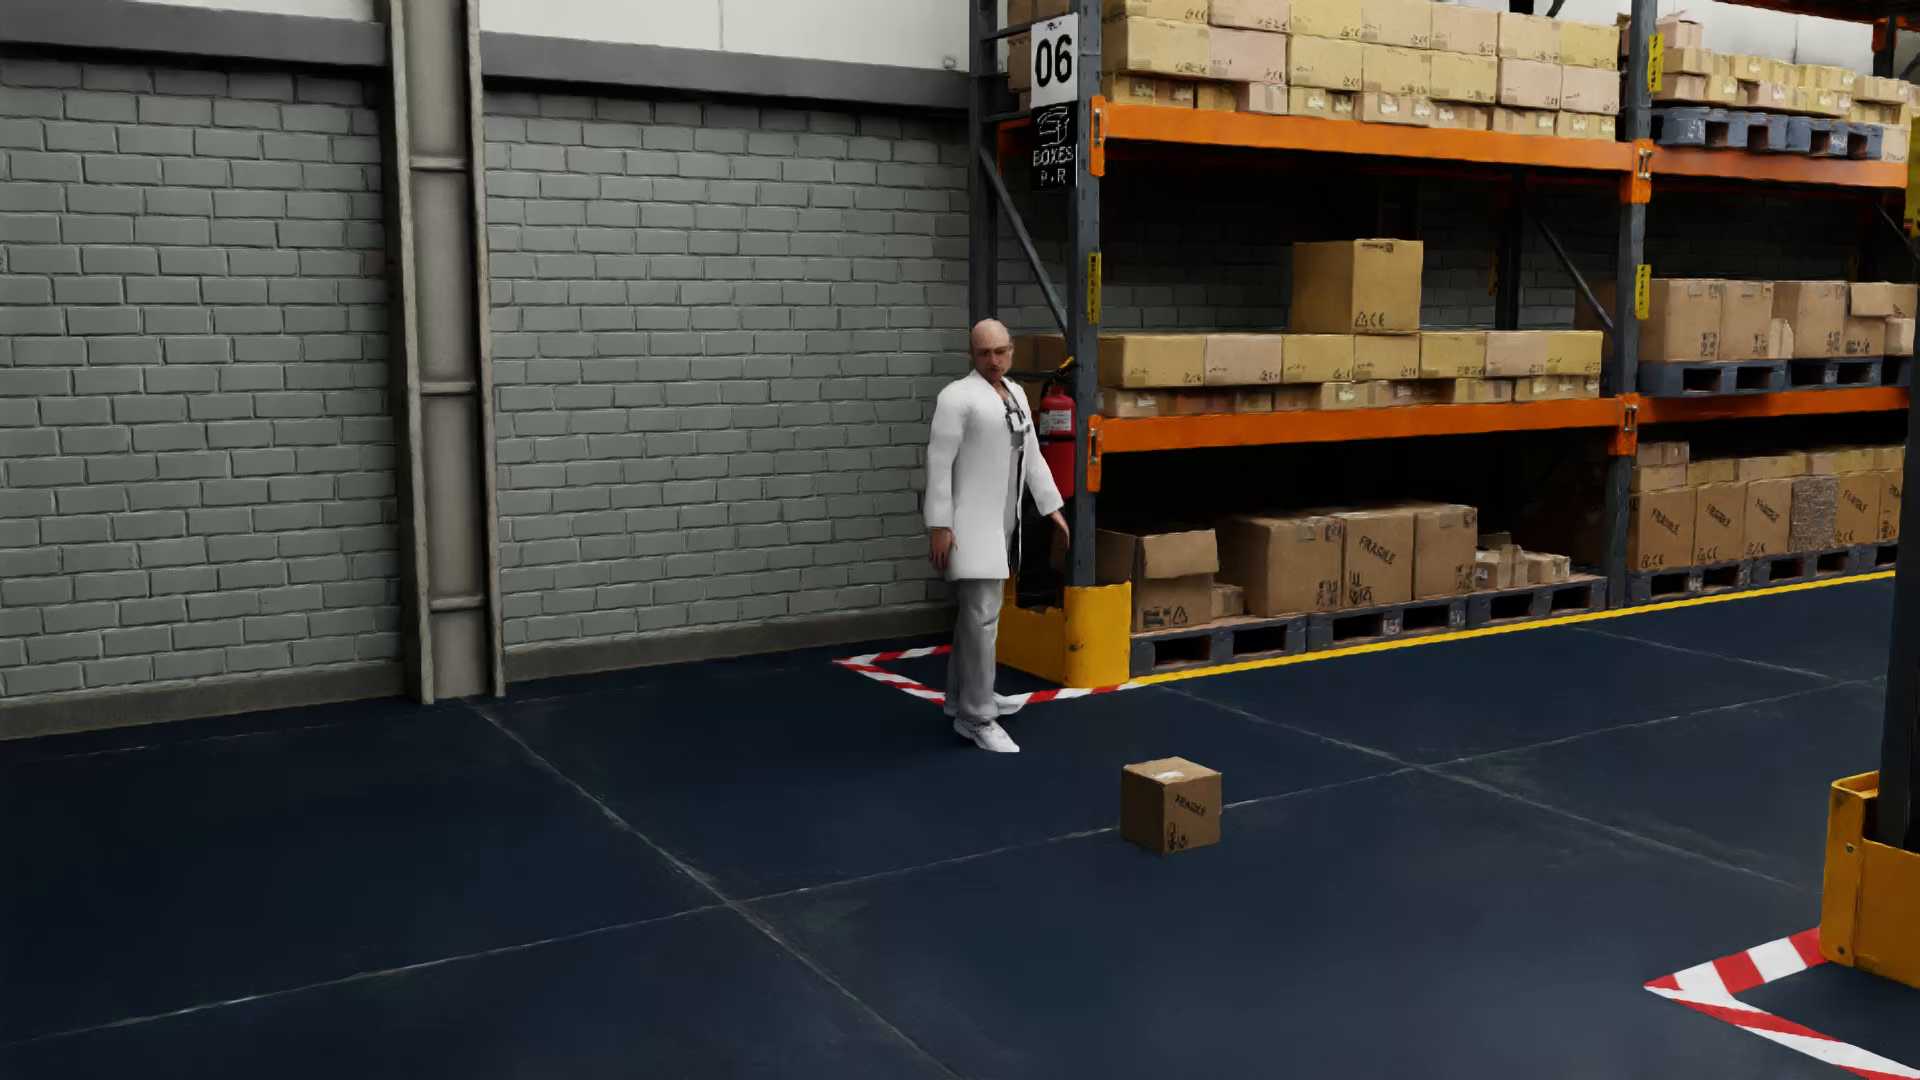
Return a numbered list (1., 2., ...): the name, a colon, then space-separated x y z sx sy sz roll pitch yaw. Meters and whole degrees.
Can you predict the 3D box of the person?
1. person: 0.128 -0.062 7.159 0.553 1.766 0.676 4 9 28
